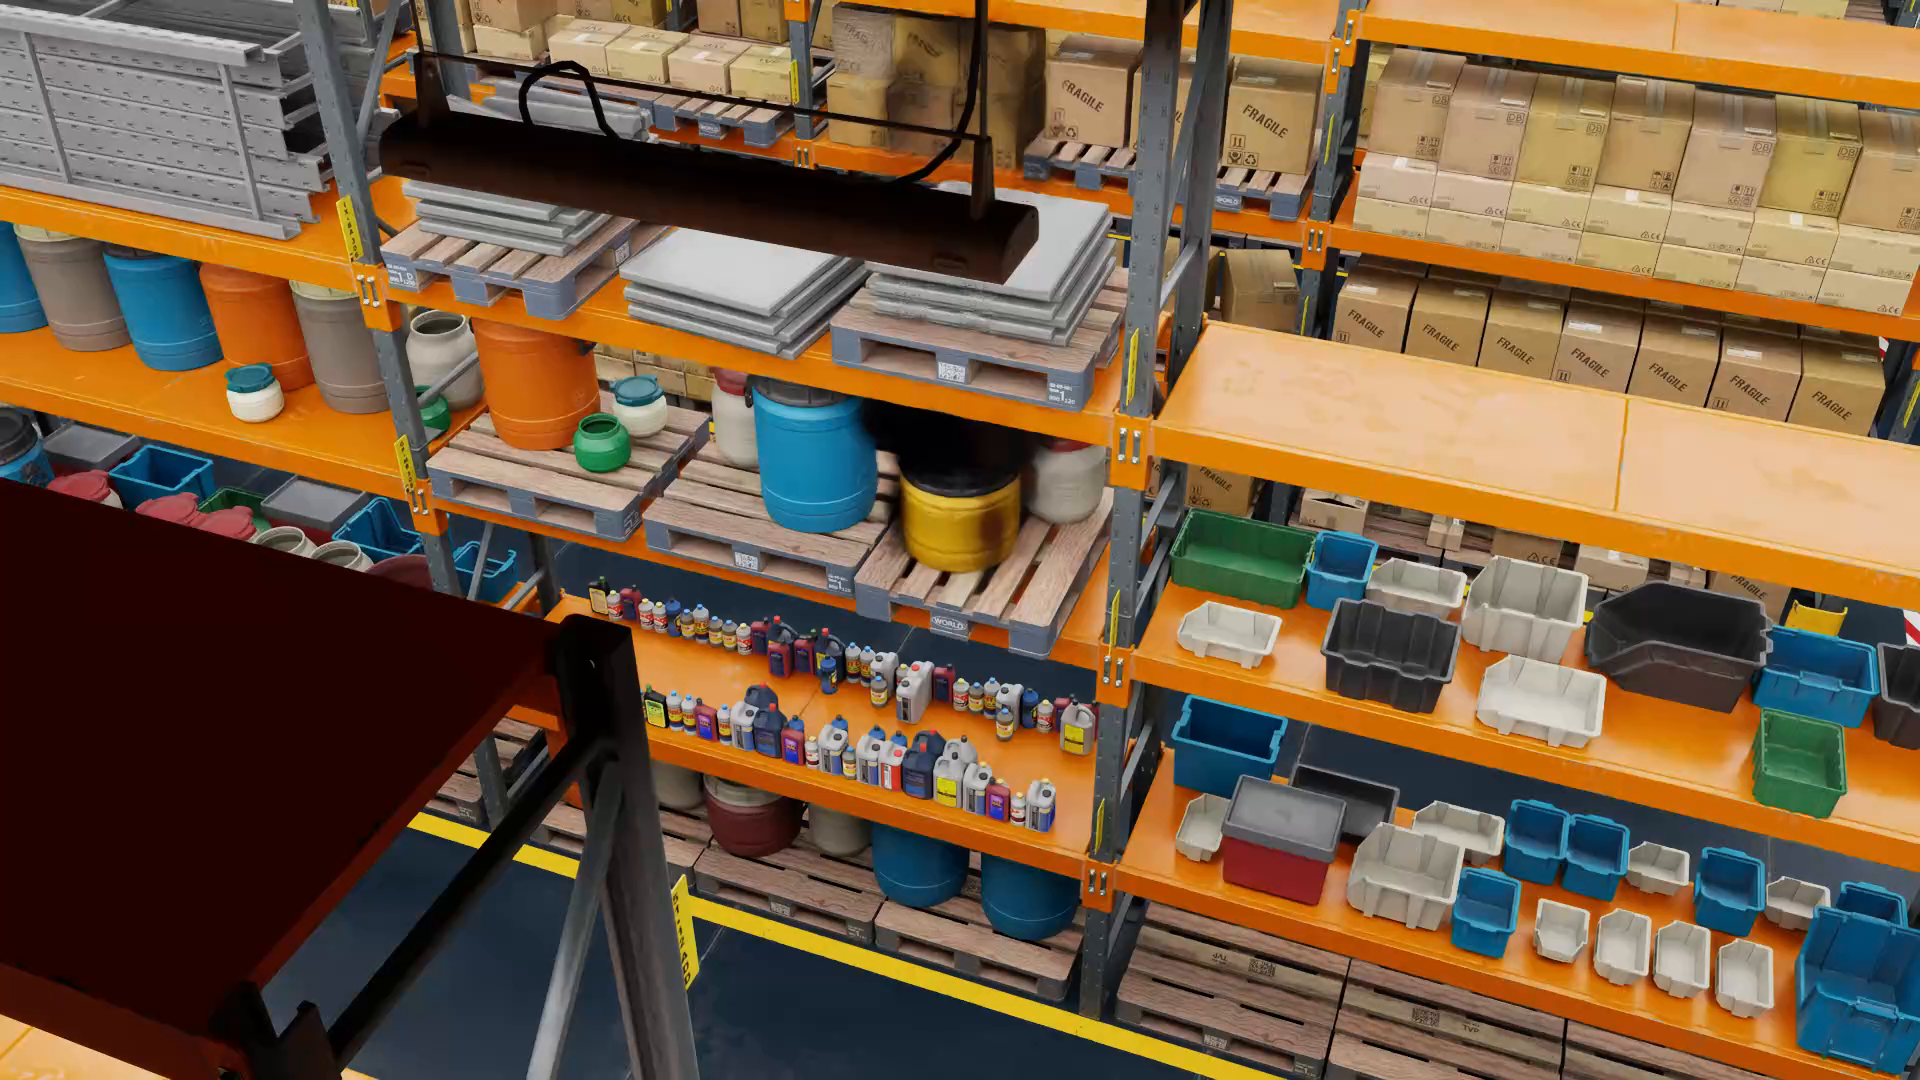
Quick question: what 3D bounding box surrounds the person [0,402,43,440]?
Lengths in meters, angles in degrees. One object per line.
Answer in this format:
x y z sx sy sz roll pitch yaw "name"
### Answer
-7.858 -1.269 13.675 0.826 1.732 0.646 10 38 13 "person"
